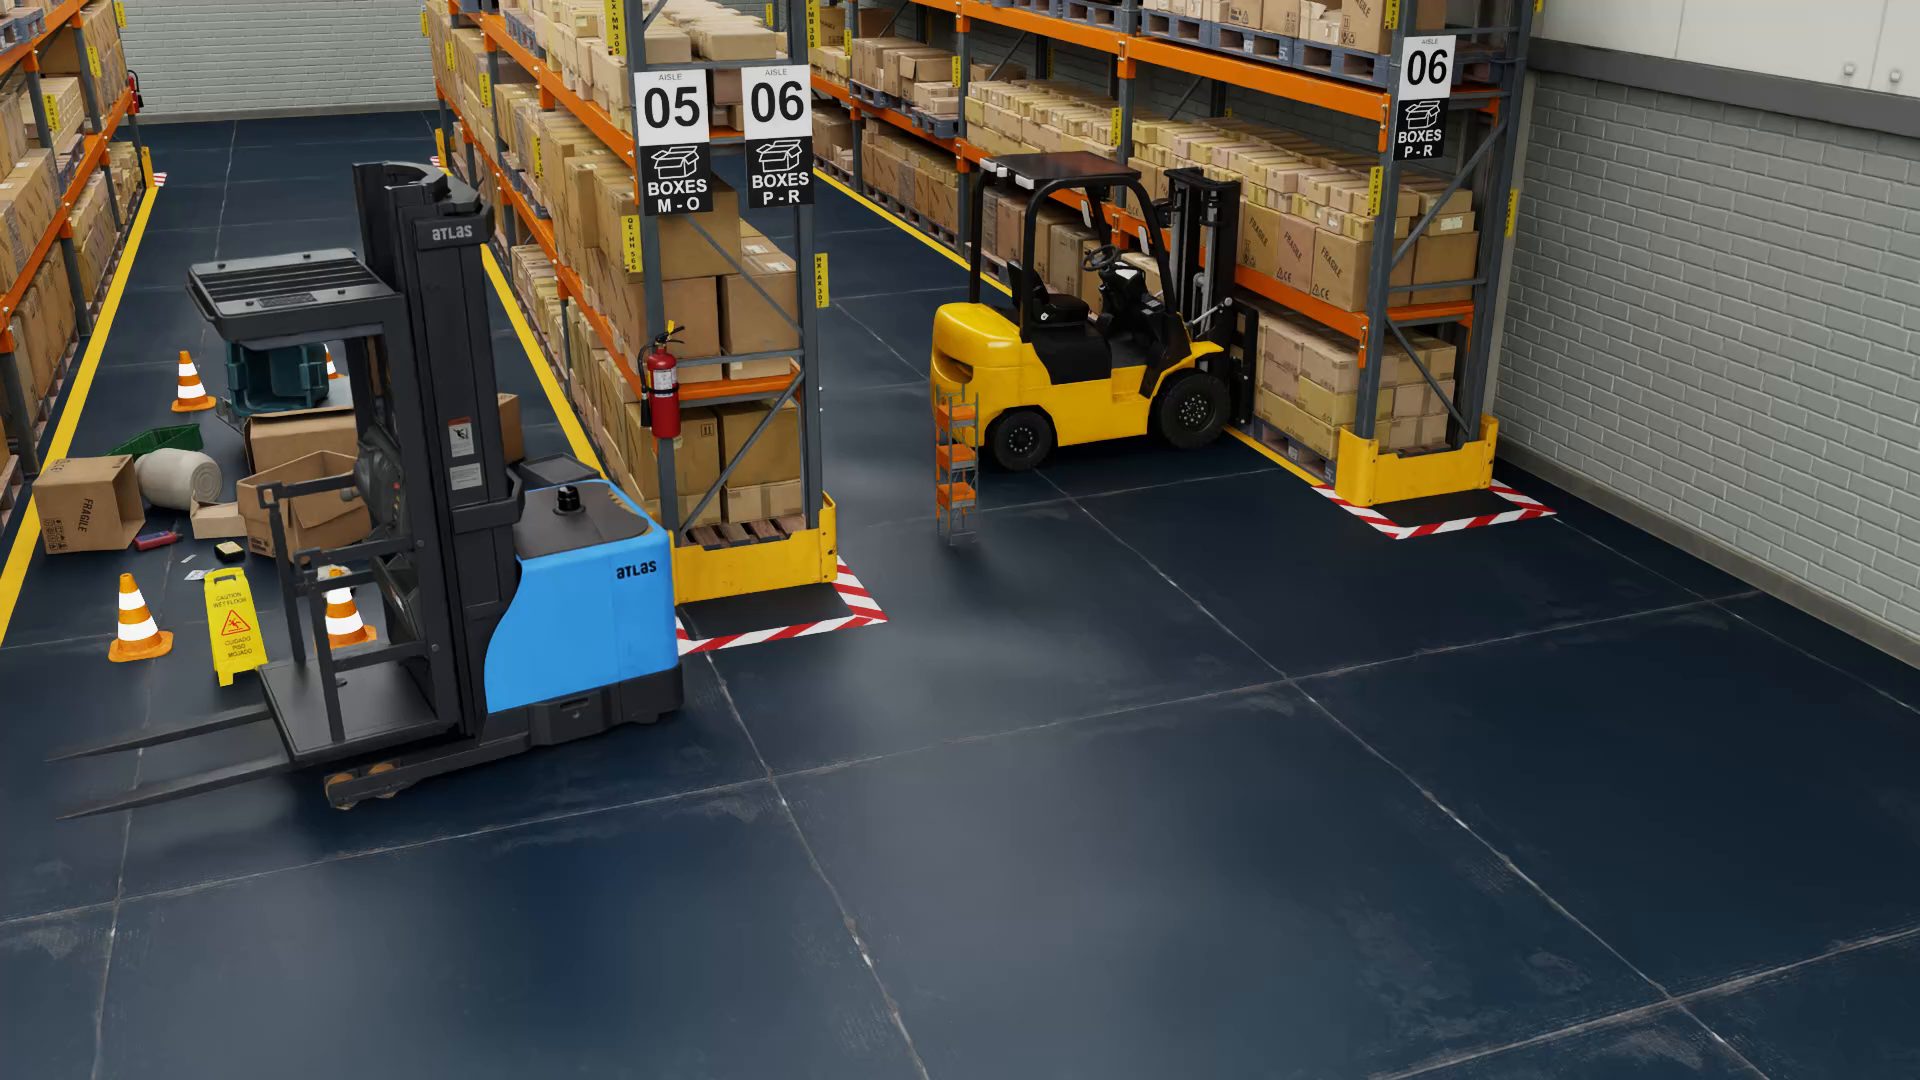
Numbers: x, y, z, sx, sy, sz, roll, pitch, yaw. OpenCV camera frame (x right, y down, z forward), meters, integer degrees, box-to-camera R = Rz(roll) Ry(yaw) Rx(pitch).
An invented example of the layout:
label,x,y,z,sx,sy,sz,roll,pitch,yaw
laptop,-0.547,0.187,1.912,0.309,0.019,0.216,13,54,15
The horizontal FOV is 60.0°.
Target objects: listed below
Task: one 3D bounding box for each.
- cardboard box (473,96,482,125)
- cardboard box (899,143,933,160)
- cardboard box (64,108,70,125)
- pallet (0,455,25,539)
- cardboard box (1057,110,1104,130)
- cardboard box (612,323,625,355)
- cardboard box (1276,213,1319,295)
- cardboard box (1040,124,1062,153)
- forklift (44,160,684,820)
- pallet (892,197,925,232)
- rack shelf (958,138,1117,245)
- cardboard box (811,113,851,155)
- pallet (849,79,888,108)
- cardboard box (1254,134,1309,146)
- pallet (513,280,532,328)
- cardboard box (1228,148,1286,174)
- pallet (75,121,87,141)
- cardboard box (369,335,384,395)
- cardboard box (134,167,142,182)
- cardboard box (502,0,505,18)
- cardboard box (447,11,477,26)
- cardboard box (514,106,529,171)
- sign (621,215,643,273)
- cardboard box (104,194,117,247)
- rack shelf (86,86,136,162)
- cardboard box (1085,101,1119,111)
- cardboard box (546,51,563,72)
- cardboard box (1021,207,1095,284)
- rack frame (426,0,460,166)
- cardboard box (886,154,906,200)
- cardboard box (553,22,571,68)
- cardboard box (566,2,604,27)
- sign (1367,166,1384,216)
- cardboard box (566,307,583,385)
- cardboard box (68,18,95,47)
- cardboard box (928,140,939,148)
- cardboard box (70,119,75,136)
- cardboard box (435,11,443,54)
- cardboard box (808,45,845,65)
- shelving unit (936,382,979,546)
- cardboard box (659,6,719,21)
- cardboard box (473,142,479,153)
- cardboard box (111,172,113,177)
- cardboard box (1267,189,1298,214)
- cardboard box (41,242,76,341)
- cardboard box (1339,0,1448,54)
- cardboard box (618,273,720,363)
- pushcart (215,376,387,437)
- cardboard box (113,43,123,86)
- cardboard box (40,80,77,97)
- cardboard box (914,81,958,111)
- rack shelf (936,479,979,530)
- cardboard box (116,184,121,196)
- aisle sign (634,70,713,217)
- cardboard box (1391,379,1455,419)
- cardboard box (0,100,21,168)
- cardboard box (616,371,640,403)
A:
label,x,y,z,sx,sy,sz,roll,pitch,yaw
cardboard box,-4.966,-4.658,17.989,0.500,0.250,0.500,-9,24,-20
cardboard box,-0.546,-4.830,20.691,0.380,0.149,0.250,-7,24,-17
cardboard box,-9.387,-4.343,17.092,0.380,0.149,0.250,-8,24,-19
pallet,-7.160,-0.245,11.561,1.003,0.211,1.213,-8,24,-19
cardboard box,1.158,-4.023,15.969,0.380,0.149,0.250,-9,24,-20
cardboard box,-2.062,-1.333,10.874,0.380,0.149,0.250,-8,24,-18
cardboard box,2.701,-2.141,12.339,0.500,0.500,0.500,-8,24,-17
cardboard box,1.106,-3.893,16.173,0.500,0.250,0.500,-8,24,-18
forklift,-3.023,-0.271,8.119,3.031,2.935,1.130,-13,26,-28
pallet,-0.186,-4.103,20.713,1.003,0.211,1.213,-8,24,-19
rack shelf,1.176,-3.611,16.881,1.077,0.370,4.000,-8,24,-19
cardboard box,-1.871,-5.861,23.970,0.500,0.500,0.500,-8,24,-18
pallet,-0.764,-5.729,21.227,1.003,0.211,1.213,-8,24,-19
cardboard box,2.654,-3.253,13.758,0.380,0.149,0.250,-9,24,-20
pallet,-3.898,-2.418,16.714,1.003,0.211,1.213,-8,24,-19
cardboard box,2.351,-2.996,13.149,0.380,0.149,0.250,-8,24,-19
pallet,-10.047,-4.338,17.928,1.003,0.211,1.213,-8,24,-19
cardboard box,-4.415,-1.475,13.132,0.500,0.500,0.500,-8,24,-19
cardboard box,-11.028,-4.815,21.942,0.380,0.149,0.250,-8,24,-17
cardboard box,-4.131,-5.077,15.743,0.396,0.266,0.258,-8,24,-19
cardboard box,-5.993,-6.314,20.117,0.380,0.149,0.250,-9,24,-20
cardboard box,-3.677,-3.605,14.889,0.500,0.500,0.500,-9,25,-21
sign,-1.873,-1.690,9.501,0.100,0.325,0.005,-8,24,-19
cardboard box,-9.684,-3.532,18.445,0.500,0.500,0.500,-9,24,-20
rack shelf,-10.888,-5.119,20.461,1.077,0.370,4.000,-8,24,-19
cardboard box,1.464,-4.278,16.575,0.380,0.149,0.250,-8,24,-19
cardboard box,-2.842,-3.550,12.271,0.380,0.149,0.250,-8,24,-19
cardboard box,1.153,-3.059,17.162,0.875,0.625,0.625,-9,25,-21
rack frame,-6.999,-6.894,23.743,1.000,3.000,0.127,-8,24,-19
cardboard box,-0.614,-4.583,20.940,0.500,0.500,0.500,-9,25,-21
cardboard box,-2.505,-3.416,11.441,0.500,0.250,0.500,-8,24,-19
cardboard box,-2.443,-3.542,11.227,0.380,0.149,0.250,-9,24,-20
sign,2.783,-2.336,11.134,0.100,0.325,0.005,-8,24,-19
cardboard box,-2.804,-1.554,13.109,0.500,0.500,0.500,-7,24,-16
cardboard box,-10.310,-5.752,19.235,0.500,0.500,0.500,-9,25,-21
cardboard box,-0.190,-4.990,21.070,0.380,0.149,0.250,-8,24,-18
cardboard box,-9.485,-4.308,17.393,0.380,0.149,0.250,-9,25,-21
cardboard box,-6.541,-6.633,21.709,0.500,0.500,0.500,-8,24,-19
cardboard box,-1.888,-6.892,23.551,0.500,0.250,0.500,-9,24,-20
shelving unit,-0.019,-0.503,11.092,0.215,1.050,0.252,-8,24,-19
cardboard box,-1.790,-3.428,10.956,0.380,0.149,0.250,-8,24,-18
cardboard box,-6.024,-5.021,22.059,0.875,0.438,0.875,-9,25,-21
cardboard box,-10.400,-4.317,19.994,0.380,0.149,0.250,-9,24,-20
cardboard box,2.543,-2.569,12.518,0.380,0.149,0.250,-9,25,-21
cardboard box,-8.637,-2.194,14.949,1.050,0.750,0.750,-9,24,-20
cardboard box,2.911,-3.558,11.169,0.500,0.500,0.500,-8,24,-17
cardboard box,-1.796,-1.422,10.251,0.500,0.500,0.500,-9,24,-20
pushcart,-4.875,-0.994,13.123,1.648,0.377,0.936,-18,29,-37
cardboard box,-11.018,-6.045,21.218,0.500,0.500,0.500,-9,24,-20
cardboard box,-9.761,-4.860,17.934,0.380,0.149,0.250,-9,25,-21
cardboard box,-0.206,-5.132,19.218,0.500,0.250,0.500,-10,25,-21
rack shelf,-0.019,-0.237,11.204,0.215,0.259,0.240,-8,24,-19
cardboard box,-10.471,-4.282,20.293,0.380,0.149,0.250,-7,24,-17
aisle sign,-1.596,-2.216,9.297,0.394,0.787,0.004,-8,24,-19
cardboard box,3.324,-1.119,12.398,0.500,0.250,0.500,-8,24,-18
cardboard box,-8.439,-3.430,14.109,0.700,0.500,0.500,-9,24,-20
cardboard box,-2.066,-1.030,11.031,0.380,0.149,0.250,-8,24,-17
